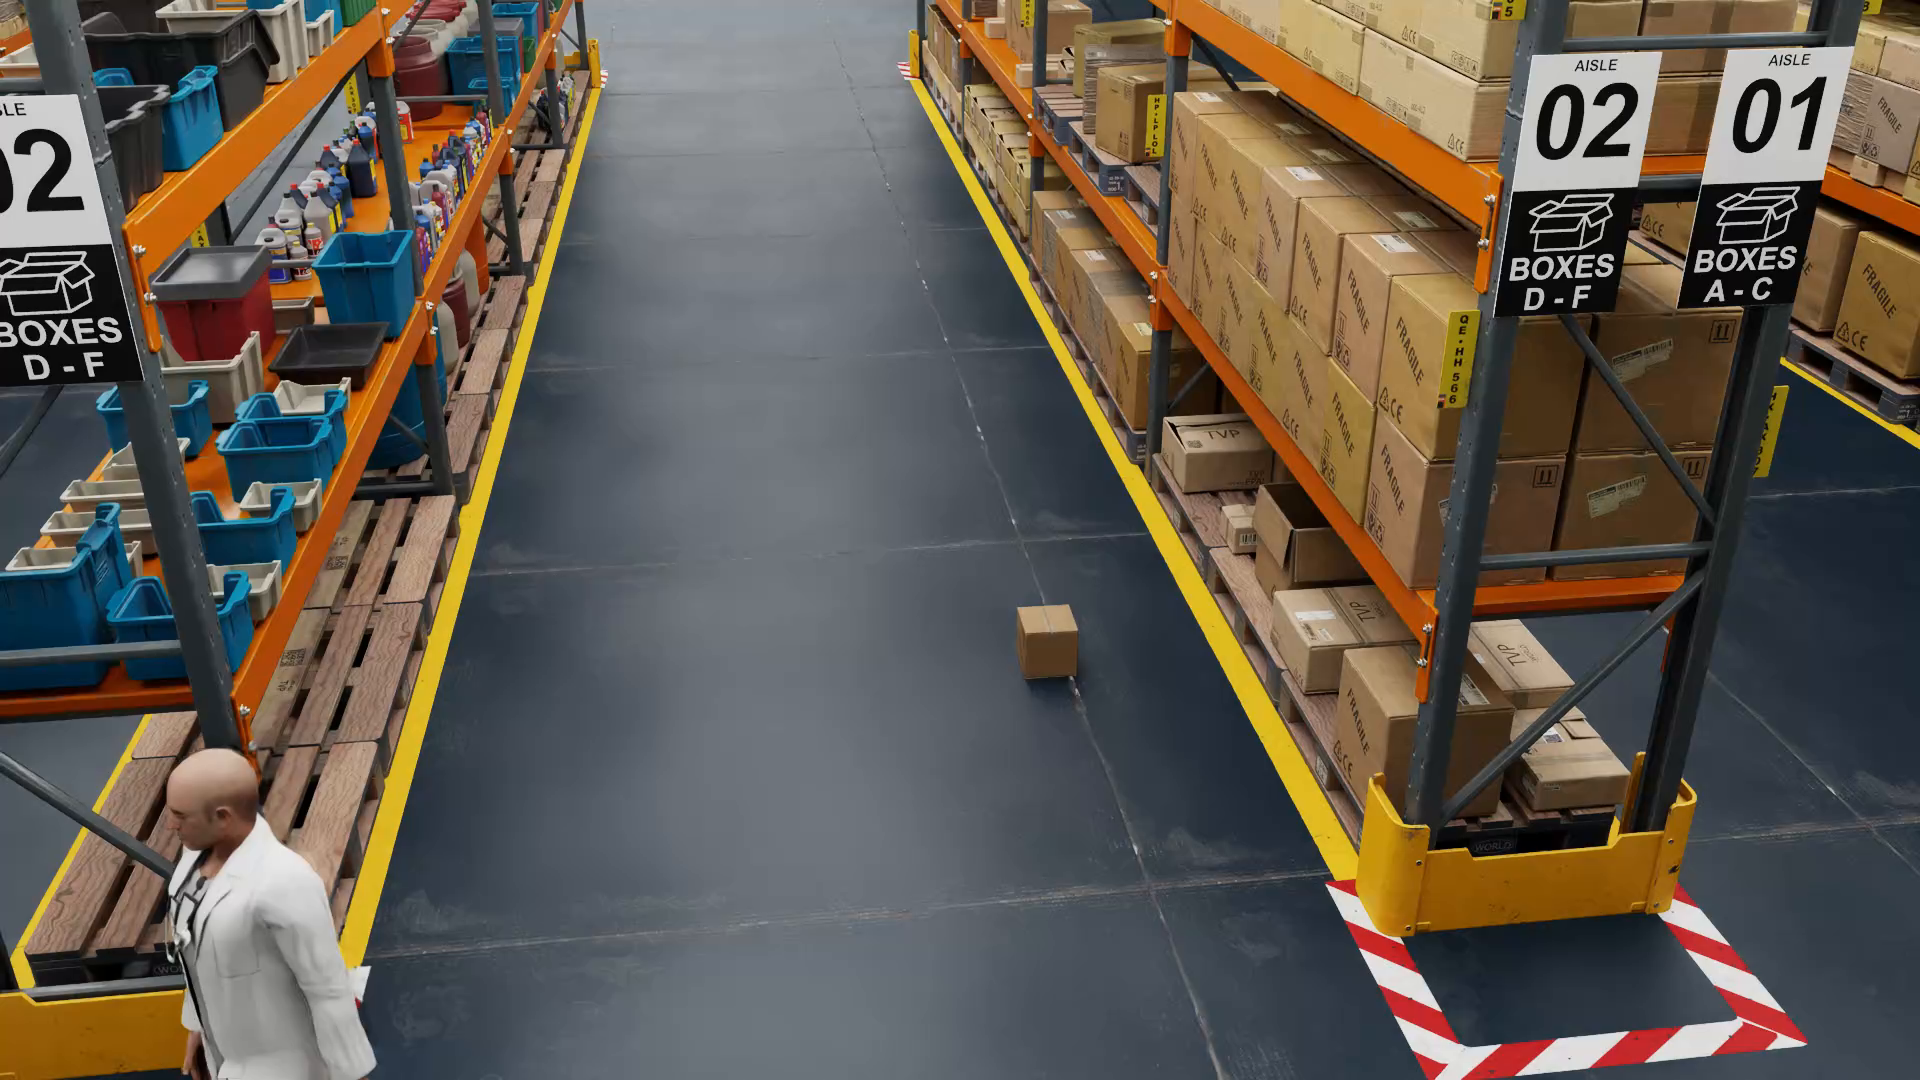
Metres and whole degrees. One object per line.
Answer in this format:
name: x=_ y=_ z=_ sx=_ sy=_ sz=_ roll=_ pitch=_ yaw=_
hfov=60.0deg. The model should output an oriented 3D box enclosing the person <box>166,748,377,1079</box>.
person: x=-1.844 y=1.375 z=4.389 sx=0.658 sy=1.794 sz=0.503 roll=23 pitch=35 yaw=38
